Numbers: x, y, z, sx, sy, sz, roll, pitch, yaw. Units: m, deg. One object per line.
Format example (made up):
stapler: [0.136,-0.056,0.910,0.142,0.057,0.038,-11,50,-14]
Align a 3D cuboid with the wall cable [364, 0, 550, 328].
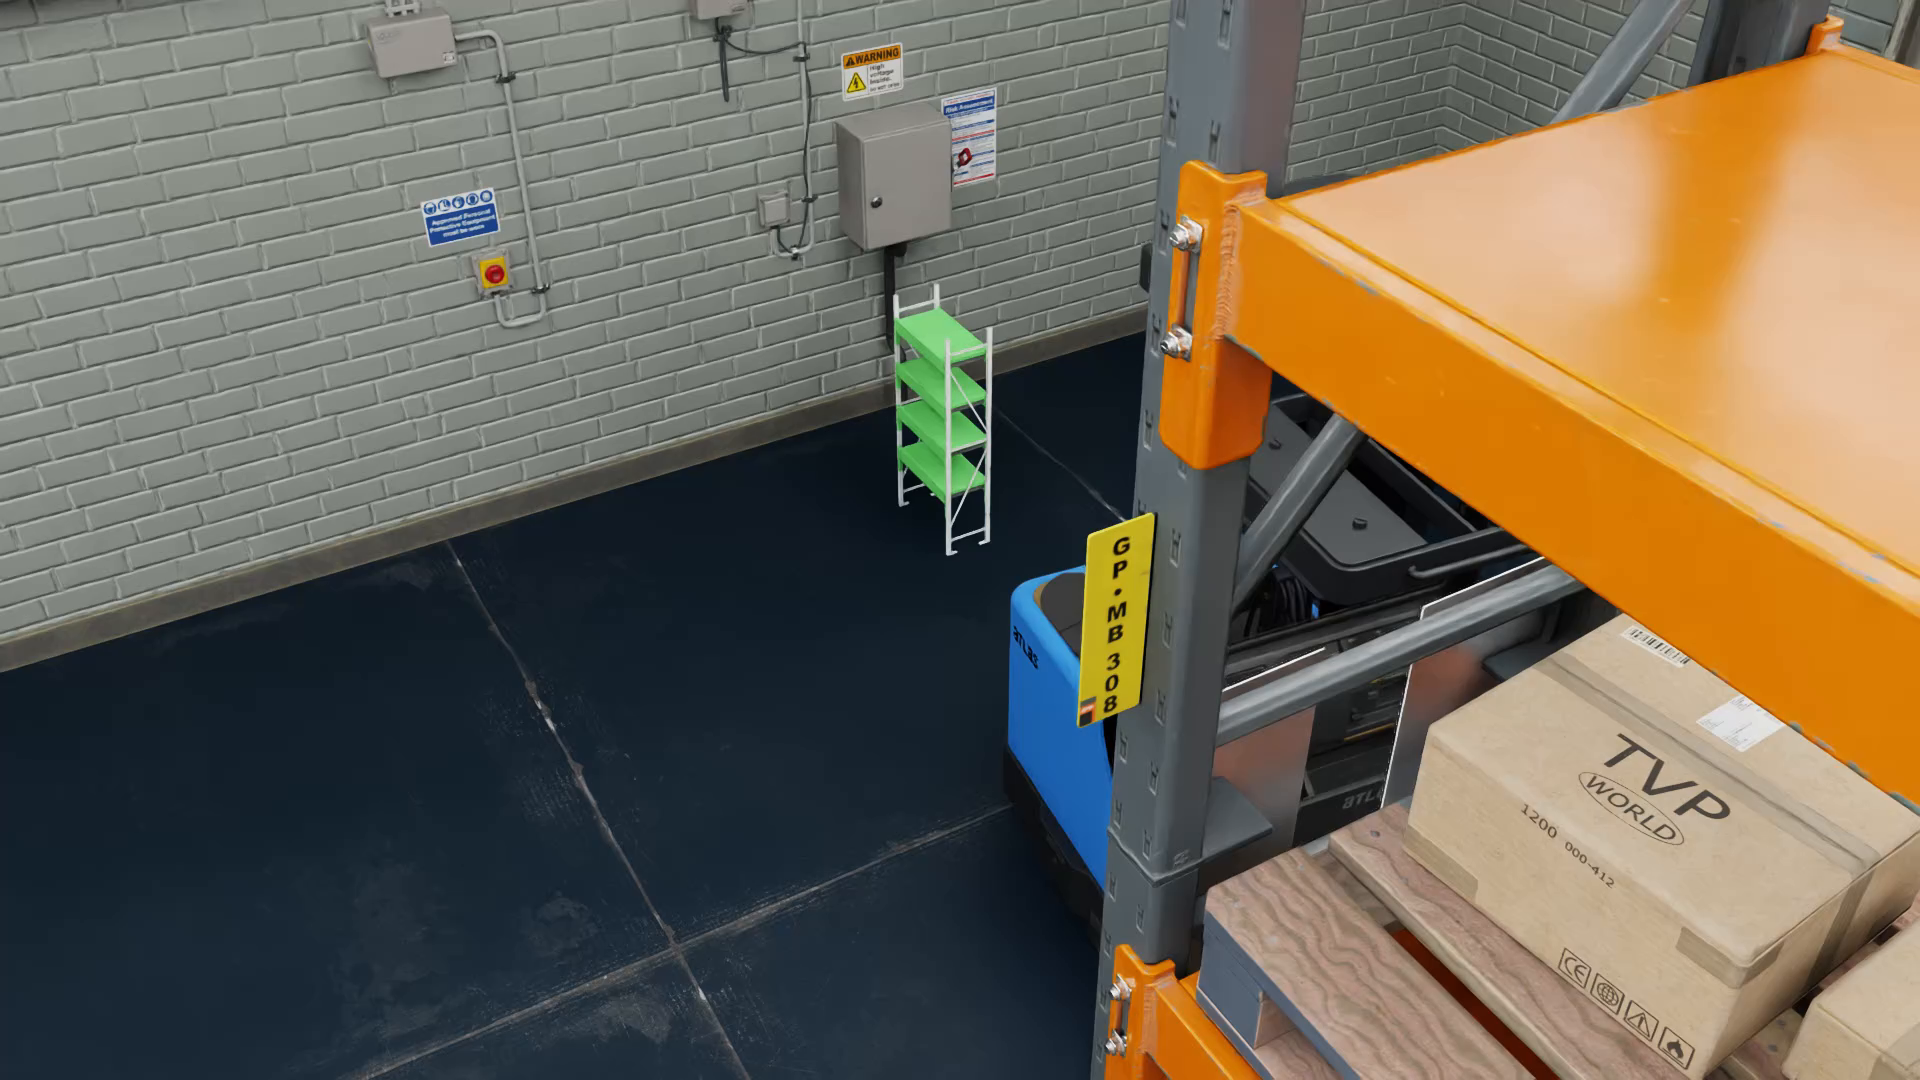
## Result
wall cable: [-2.166,-1.745,7.209,0.585,1.953,0.123,-19,40,-24]

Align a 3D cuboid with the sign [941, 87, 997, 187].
sign: [0.047,-2.084,8.641,0.329,0.494,0.001,-19,40,-24]

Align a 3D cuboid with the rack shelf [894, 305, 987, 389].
rack shelf: [-0.083,-0.905,7.766,0.258,0.148,0.480,-19,40,-24]

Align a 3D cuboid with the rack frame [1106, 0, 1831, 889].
rack frame: [0.688,-0.876,1.820,1.000,3.000,0.127,-19,40,-24]

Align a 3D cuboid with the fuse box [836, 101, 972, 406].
fuse box: [-0.276,-1.350,8.648,0.539,1.711,0.414,-19,40,-24]

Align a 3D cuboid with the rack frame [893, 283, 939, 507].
rack frame: [-0.206,-0.693,8.182,0.240,1.200,0.015,-19,40,-24]

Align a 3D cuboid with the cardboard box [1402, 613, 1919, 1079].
cardboard box: [0.991,0.388,2.318,0.500,0.250,0.500,-23,42,-28]

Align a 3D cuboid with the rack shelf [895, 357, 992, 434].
rack shelf: [-0.083,-0.711,7.908,0.258,0.148,0.480,-19,40,-24]

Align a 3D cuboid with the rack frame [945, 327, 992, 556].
rack frame: [0.039,-0.445,7.841,0.240,1.200,0.015,-19,40,-24]

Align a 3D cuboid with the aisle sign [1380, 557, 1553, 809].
aisle sign: [0.919,0.368,2.999,0.394,0.787,0.004,-19,40,-24]

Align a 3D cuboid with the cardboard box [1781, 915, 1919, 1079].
cardboard box: [1.271,0.619,2.088,0.380,0.149,0.250,-22,42,-27]

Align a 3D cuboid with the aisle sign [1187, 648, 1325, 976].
aisle sign: [0.401,0.546,2.756,0.394,0.787,0.004,-19,40,-24]

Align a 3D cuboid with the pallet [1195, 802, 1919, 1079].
pallet: [1.069,0.746,2.217,1.003,0.211,1.213,-19,40,-24]

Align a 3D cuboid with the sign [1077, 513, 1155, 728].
sign: [0.205,0.111,2.203,0.100,0.325,0.005,-19,40,-24]

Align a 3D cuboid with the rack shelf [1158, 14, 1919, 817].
rack shelf: [1.692,0.596,0.754,1.077,0.370,4.000,-19,40,-24]

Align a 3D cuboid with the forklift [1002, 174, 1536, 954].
forklift: [1.218,0.533,5.035,1.130,2.935,3.031,-14,38,-19]

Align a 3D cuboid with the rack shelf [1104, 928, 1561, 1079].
rack shelf: [1.692,1.645,1.521,1.077,0.370,4.000,-19,40,-24]

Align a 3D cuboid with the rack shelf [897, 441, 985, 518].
rack shelf: [-0.083,-0.324,8.191,0.258,0.148,0.480,-19,40,-24]

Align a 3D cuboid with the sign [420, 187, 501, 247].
sign: [-2.238,-1.448,7.461,0.327,0.218,0.001,-19,40,-24]

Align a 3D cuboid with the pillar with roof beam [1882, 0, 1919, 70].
pillar with roof beam: [0.680,-2.716,4.339,9.100,9.000,0.400,-19,40,-24]

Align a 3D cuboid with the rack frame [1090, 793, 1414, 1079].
rack frame: [0.688,1.546,3.590,1.000,3.000,0.127,-19,40,-24]

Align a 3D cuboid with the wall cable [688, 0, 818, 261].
wall cable: [-0.945,-2.159,7.801,0.588,1.984,0.122,-19,40,-24]

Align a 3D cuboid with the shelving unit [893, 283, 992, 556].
shelving unit: [-0.083,-0.569,8.012,0.258,1.200,0.503,-19,40,-24]

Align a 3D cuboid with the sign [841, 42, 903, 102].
sign: [-0.428,-2.293,8.146,0.339,0.242,0.001,-19,40,-24]

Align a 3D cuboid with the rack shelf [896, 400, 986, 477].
rack shelf: [-0.083,-0.517,8.049,0.258,0.148,0.480,-19,40,-24]
